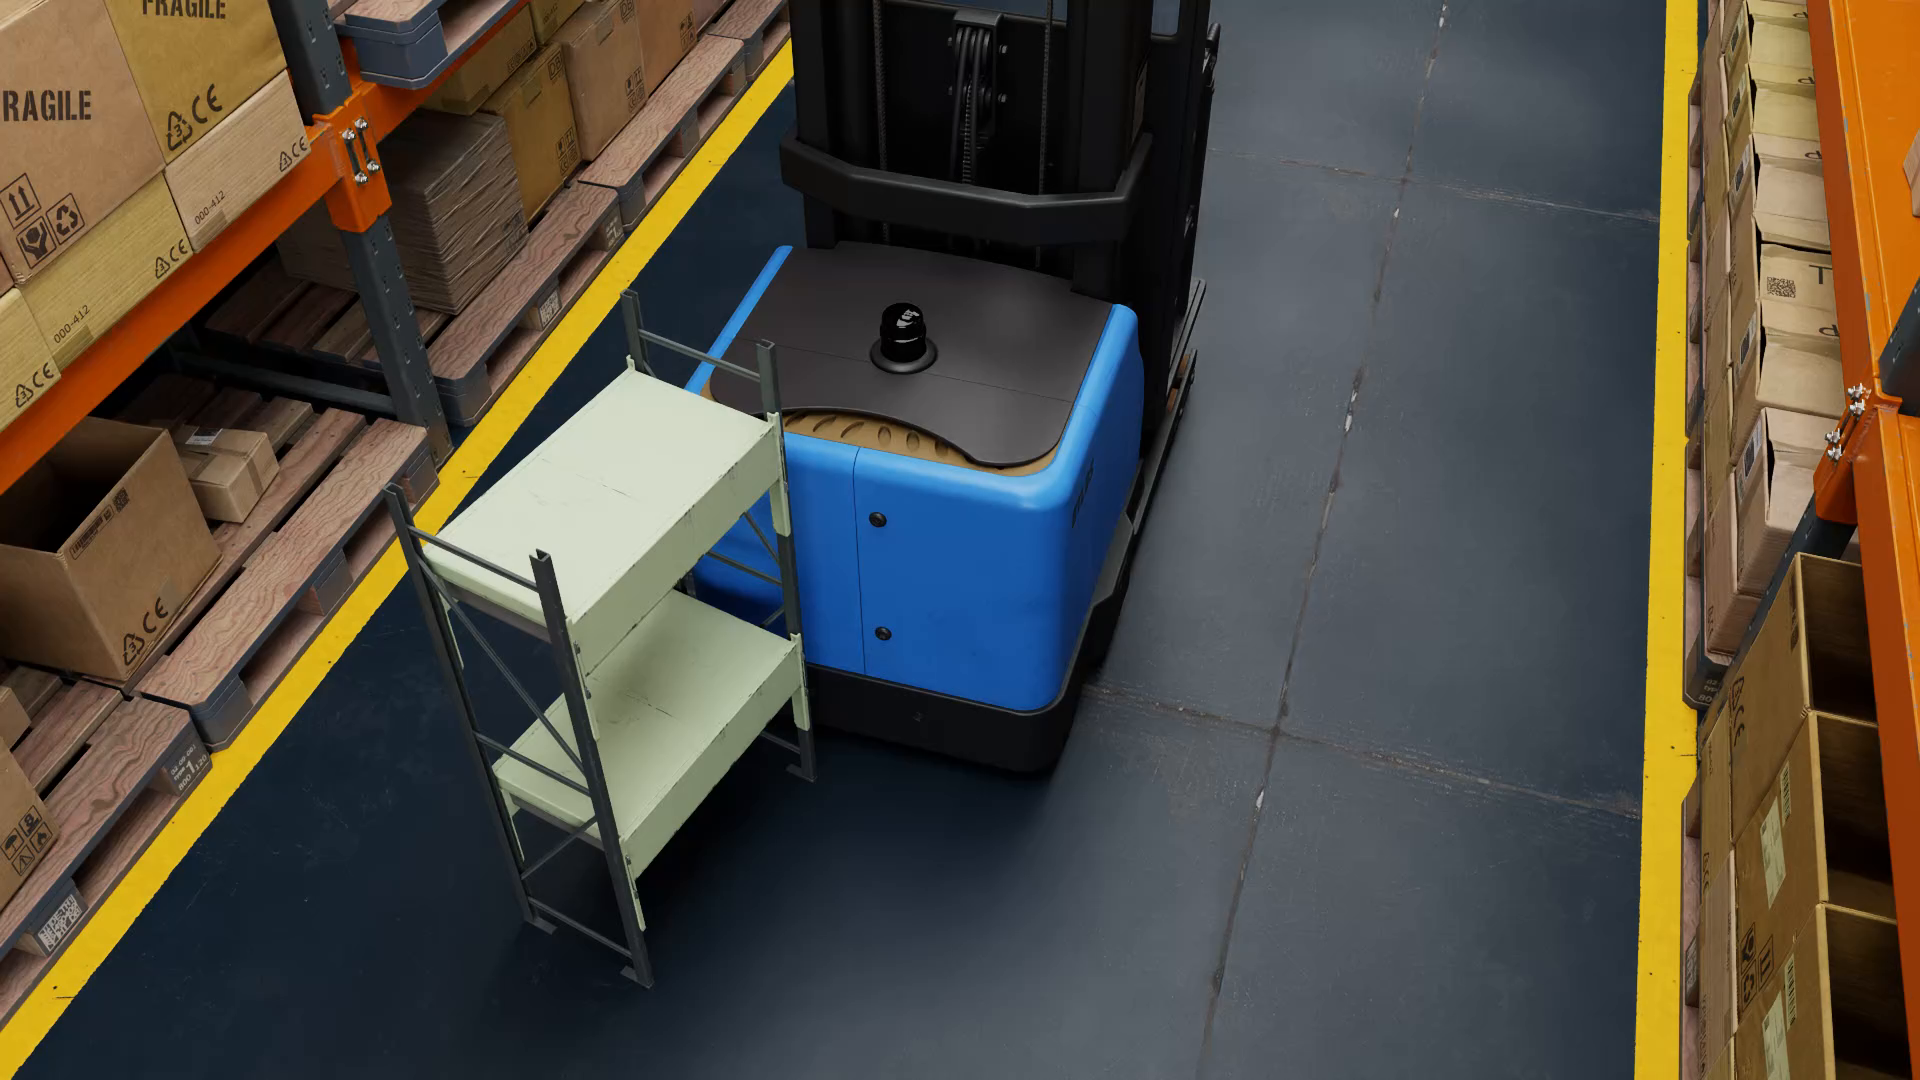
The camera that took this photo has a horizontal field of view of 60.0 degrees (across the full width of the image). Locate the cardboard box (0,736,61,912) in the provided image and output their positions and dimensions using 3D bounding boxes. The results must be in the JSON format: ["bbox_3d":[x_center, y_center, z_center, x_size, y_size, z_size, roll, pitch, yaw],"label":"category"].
[{"bbox_3d":[-2.655,0.667,3.896,0.700,0.500,0.500,10,45,10],"label":"cardboard box"}]

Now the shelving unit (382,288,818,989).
[{"bbox_3d":[-0.754,0.278,3.894,0.431,1.500,0.755,22,48,21],"label":"shelving unit"}]

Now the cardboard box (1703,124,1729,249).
[{"bbox_3d":[3.011,-1.251,6.050,0.500,0.250,0.500,11,46,11],"label":"cardboard box"}]

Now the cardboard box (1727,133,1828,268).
[{"bbox_3d":[2.851,-1.101,5.495,0.500,0.311,0.500,12,46,12],"label":"cardboard box"}]

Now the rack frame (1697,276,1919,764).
[{"bbox_3d":[2.541,-0.388,3.502,1.000,3.000,0.127,13,46,13],"label":"rack frame"}]

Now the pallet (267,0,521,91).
[{"bbox_3d":[-1.811,-1.845,5.127,1.003,0.211,1.213,13,46,13],"label":"pallet"}]

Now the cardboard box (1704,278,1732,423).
[{"bbox_3d":[2.700,-0.571,5.354,0.500,0.250,0.500,13,46,13],"label":"cardboard box"}]

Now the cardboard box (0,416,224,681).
[{"bbox_3d":[-2.457,0.002,4.576,0.500,0.500,0.500,9,45,9],"label":"cardboard box"}]

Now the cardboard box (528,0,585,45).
[{"bbox_3d":[-1.690,-2.102,6.190,0.500,0.250,0.500,11,46,11],"label":"cardboard box"}]

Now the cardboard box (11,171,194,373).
[{"bbox_3d":[-2.194,-0.678,3.891,0.500,0.250,0.500,13,46,13],"label":"cardboard box"}]

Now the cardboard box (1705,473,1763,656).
[{"bbox_3d":[2.390,0.107,4.662,0.500,0.250,0.500,12,46,12],"label":"cardboard box"}]

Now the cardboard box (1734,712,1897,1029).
[{"bbox_3d":[1.958,0.755,3.464,0.500,0.500,0.500,13,46,13],"label":"cardboard box"}]

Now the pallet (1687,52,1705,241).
[{"bbox_3d":[3.466,-1.517,6.649,1.003,0.211,1.213,13,46,13],"label":"pallet"}]

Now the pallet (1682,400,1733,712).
[{"bbox_3d":[2.727,0.109,4.987,1.003,0.211,1.213,13,46,13],"label":"pallet"}]

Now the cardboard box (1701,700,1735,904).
[{"bbox_3d":[2.112,0.690,4.066,0.500,0.250,0.500,13,46,13],"label":"cardboard box"}]

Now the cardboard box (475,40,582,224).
[{"bbox_3d":[-1.865,-1.548,6.159,0.700,0.500,0.500,12,46,12],"label":"cardboard box"}]

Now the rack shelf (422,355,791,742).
[{"bbox_3d":[-0.754,-0.001,3.621,0.431,0.370,0.720,22,48,21],"label":"rack shelf"}]

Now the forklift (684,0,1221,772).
[{"bbox_3d":[0.182,-1.469,4.656,1.130,2.935,3.031,12,46,12],"label":"forklift"}]

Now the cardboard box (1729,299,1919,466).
[{"bbox_3d":[2.542,-0.434,4.814,0.500,0.311,0.500,14,46,14],"label":"cardboard box"}]

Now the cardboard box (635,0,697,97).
[{"bbox_3d":[-1.528,-2.218,6.844,0.700,0.500,0.500,12,46,12],"label":"cardboard box"}]

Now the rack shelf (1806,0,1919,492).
[{"bbox_3d":[3.147,-1.464,5.116,1.077,0.370,4.000,13,46,13],"label":"rack shelf"}]

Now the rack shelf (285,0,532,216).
[{"bbox_3d":[-1.575,-2.510,6.185,1.077,0.370,4.000,13,46,13],"label":"rack shelf"}]

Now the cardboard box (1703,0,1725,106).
[{"bbox_3d":[3.314,-1.934,6.748,0.500,0.250,0.500,12,46,12],"label":"cardboard box"}]

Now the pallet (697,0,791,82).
[{"bbox_3d":[-1.208,-2.584,7.739,1.003,0.211,1.213,13,46,13],"label":"pallet"}]

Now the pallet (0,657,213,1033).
[{"bbox_3d":[-2.718,0.833,4.248,1.003,0.211,1.213,13,46,13],"label":"pallet"}]

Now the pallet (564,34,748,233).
[{"bbox_3d":[-1.579,-1.773,6.911,1.003,0.211,1.213,13,46,13],"label":"pallet"}]

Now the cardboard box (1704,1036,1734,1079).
[{"bbox_3d":[1.799,1.354,3.387,0.500,0.250,0.500,13,46,13],"label":"cardboard box"}]

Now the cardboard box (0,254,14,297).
[{"bbox_3d":[-2.338,-0.608,3.284,0.500,0.500,0.500,11,46,11],"label":"cardboard box"}]

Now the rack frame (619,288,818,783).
[{"bbox_3d":[-0.571,0.056,4.120,0.400,1.500,0.023,22,48,21],"label":"rack frame"}]

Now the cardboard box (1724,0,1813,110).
[{"bbox_3d":[3.163,-1.783,6.192,0.500,0.311,0.500,11,46,12],"label":"cardboard box"}]

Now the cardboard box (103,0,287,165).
[{"bbox_3d":[-2.030,-1.275,3.965,0.500,0.500,0.500,12,46,12],"label":"cardboard box"}]

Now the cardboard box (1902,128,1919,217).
[{"bbox_3d":[2.632,-0.965,4.187,0.396,0.266,0.258,12,46,12],"label":"cardboard box"}]
